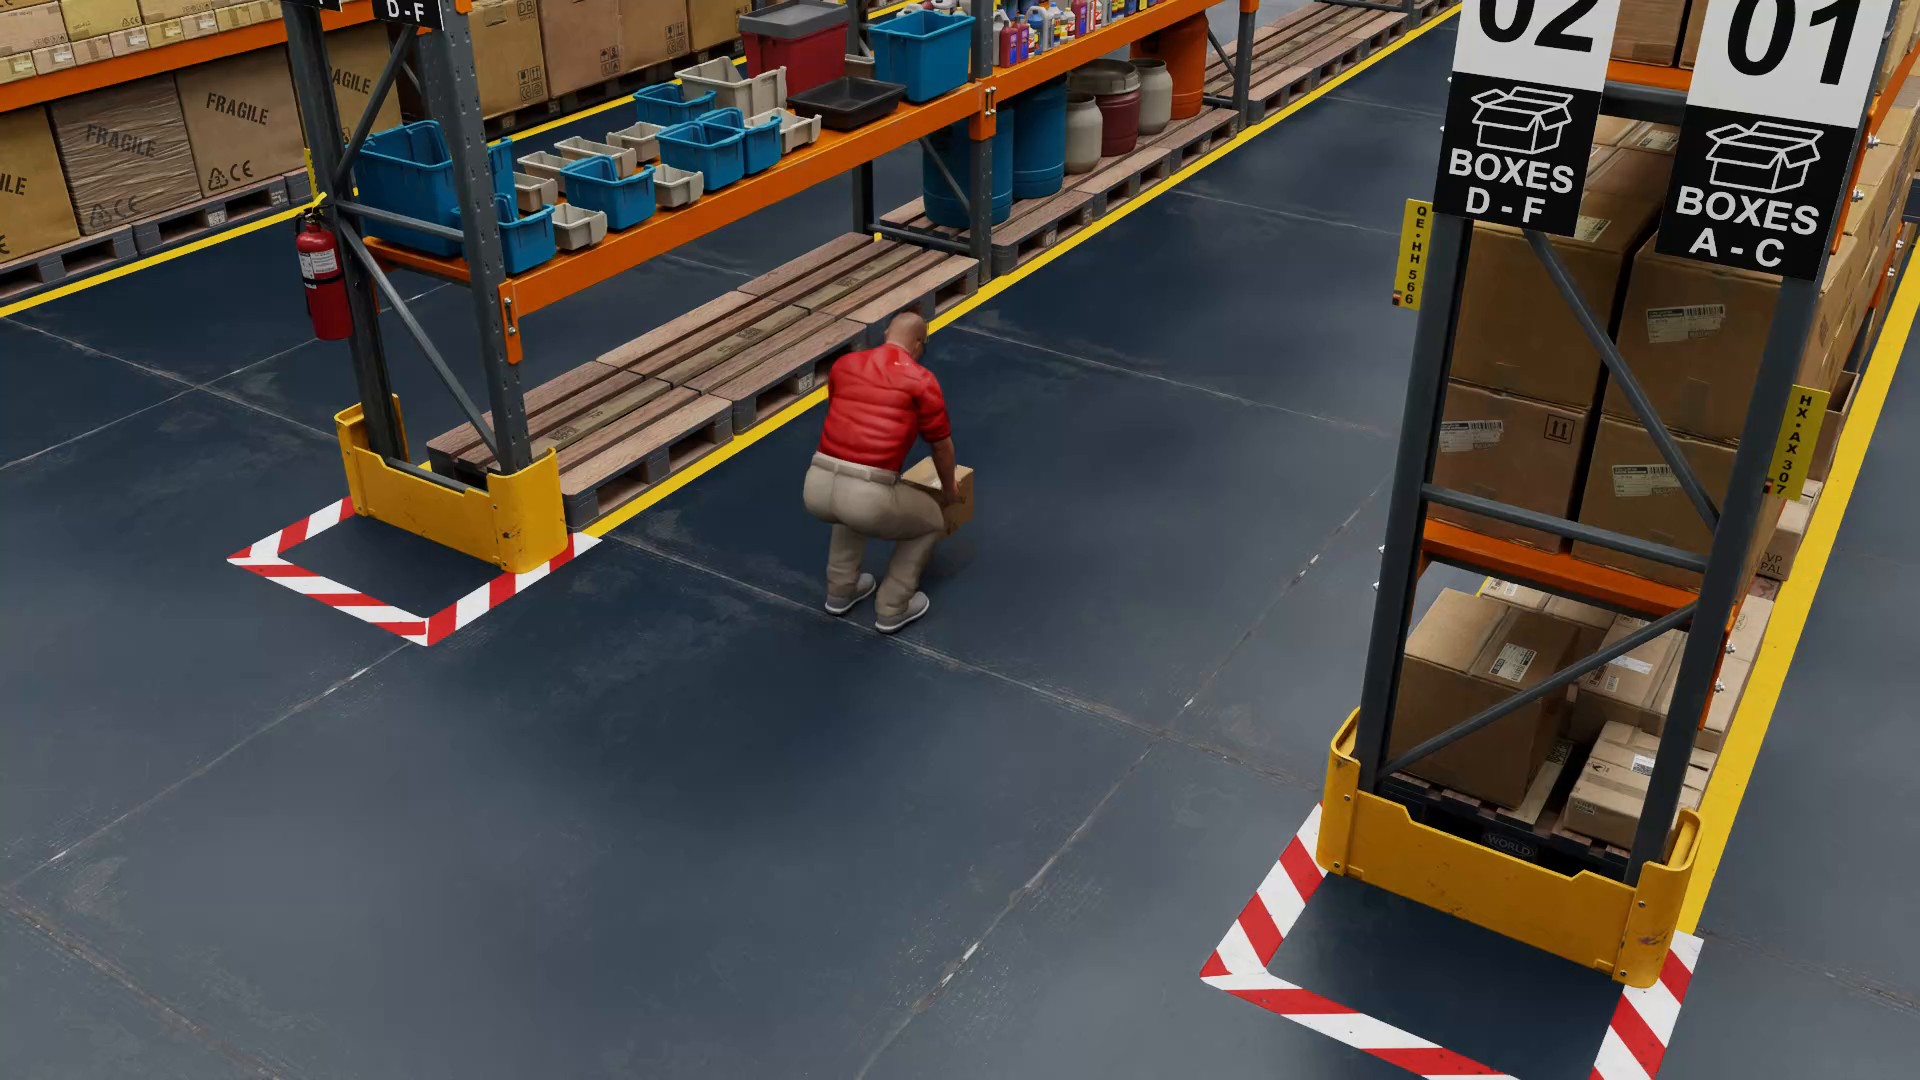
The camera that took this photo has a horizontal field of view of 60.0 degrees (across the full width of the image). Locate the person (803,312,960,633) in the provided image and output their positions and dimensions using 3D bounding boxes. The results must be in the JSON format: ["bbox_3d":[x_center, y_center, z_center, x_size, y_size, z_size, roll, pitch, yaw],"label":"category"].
[{"bbox_3d":[-0.367,-0.282,7.097,0.587,1.263,0.779,18,35,28],"label":"person"}]
